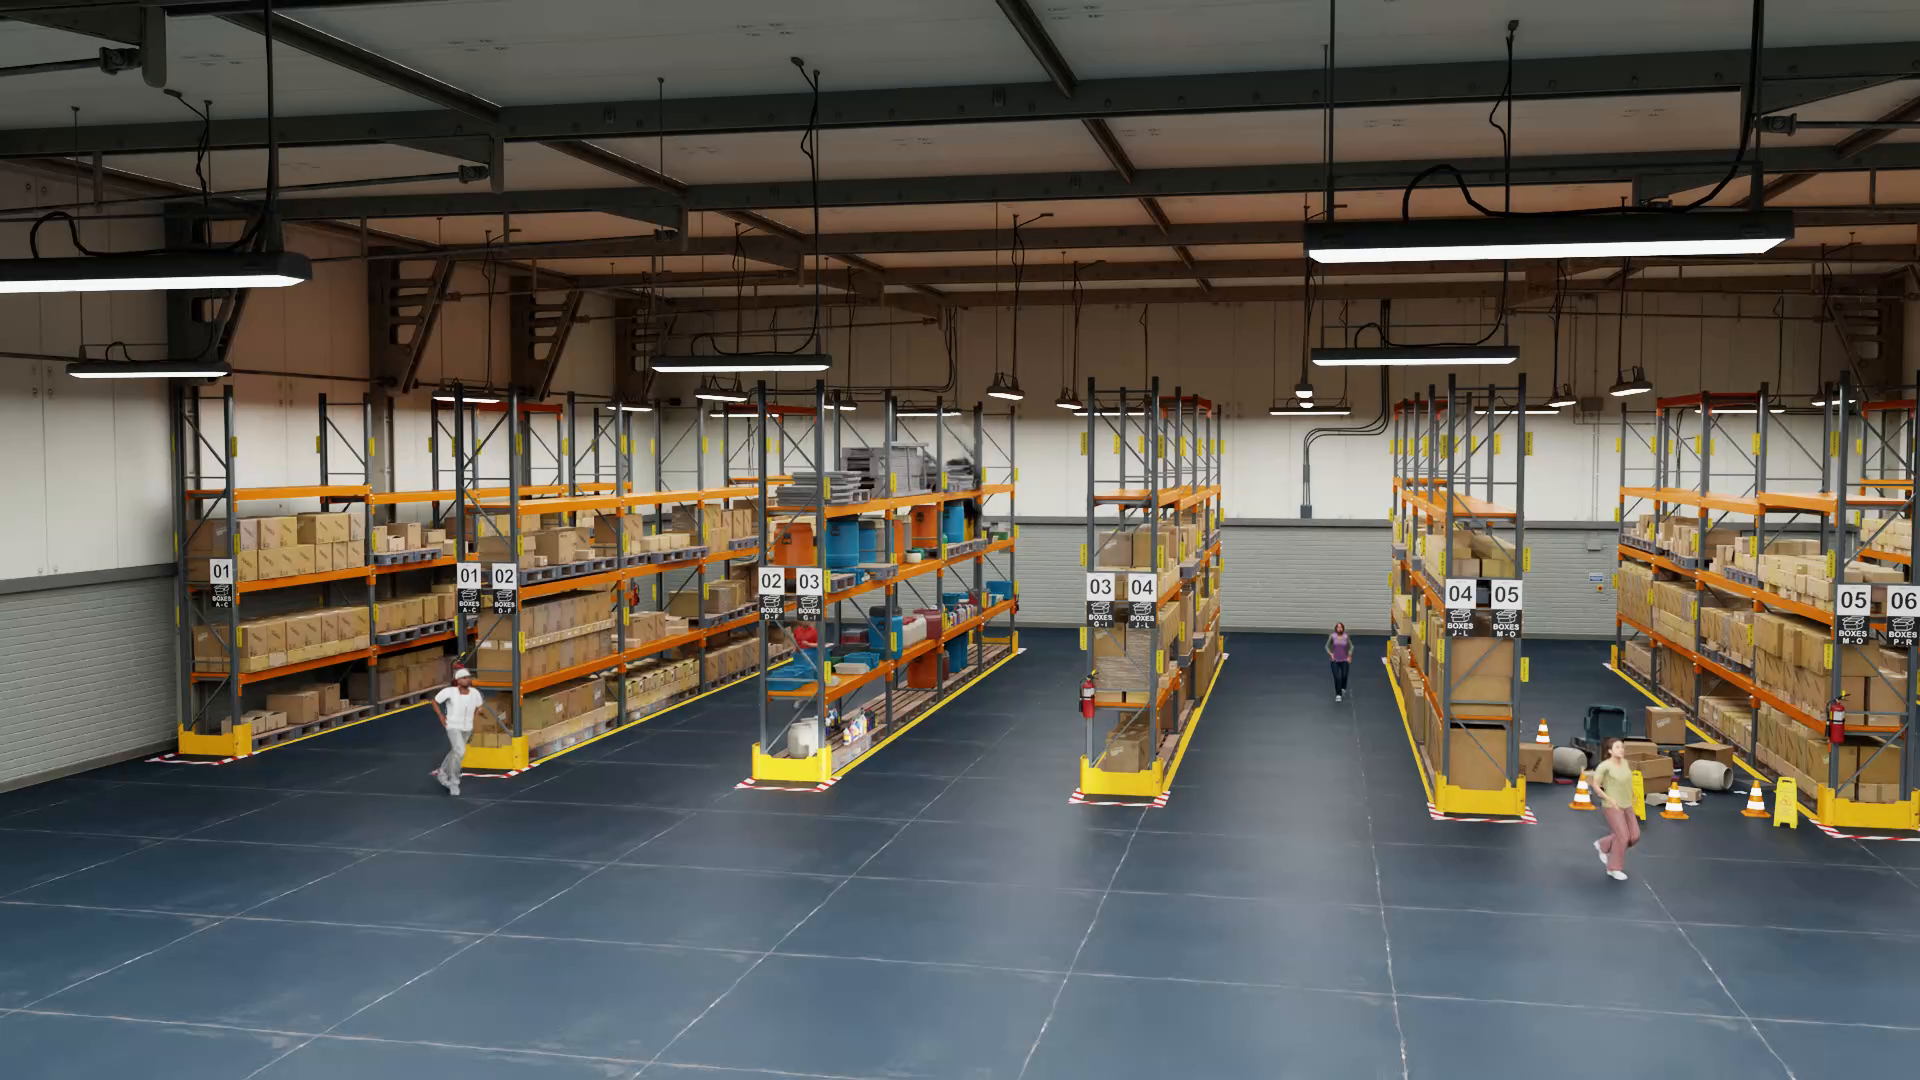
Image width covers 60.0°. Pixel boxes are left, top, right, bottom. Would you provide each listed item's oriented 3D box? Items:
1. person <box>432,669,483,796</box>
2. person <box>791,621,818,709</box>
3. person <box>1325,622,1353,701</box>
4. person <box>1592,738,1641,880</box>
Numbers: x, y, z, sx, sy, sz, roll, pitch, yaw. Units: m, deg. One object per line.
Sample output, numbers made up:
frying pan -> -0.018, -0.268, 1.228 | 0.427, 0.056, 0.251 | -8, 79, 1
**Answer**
person -> -7.297, 2.777, 24.263 | 0.761, 1.816, 0.680 | 3, 4, 40
person -> -2.974, 2.333, 32.114 | 0.649, 1.771, 0.885 | 0, 3, 8
person -> 7.450, 2.391, 32.690 | 0.553, 1.563, 0.533 | 1, 3, 11
person -> 7.635, 3.110, 19.347 | 0.580, 1.636, 0.494 | -2, 4, -25
